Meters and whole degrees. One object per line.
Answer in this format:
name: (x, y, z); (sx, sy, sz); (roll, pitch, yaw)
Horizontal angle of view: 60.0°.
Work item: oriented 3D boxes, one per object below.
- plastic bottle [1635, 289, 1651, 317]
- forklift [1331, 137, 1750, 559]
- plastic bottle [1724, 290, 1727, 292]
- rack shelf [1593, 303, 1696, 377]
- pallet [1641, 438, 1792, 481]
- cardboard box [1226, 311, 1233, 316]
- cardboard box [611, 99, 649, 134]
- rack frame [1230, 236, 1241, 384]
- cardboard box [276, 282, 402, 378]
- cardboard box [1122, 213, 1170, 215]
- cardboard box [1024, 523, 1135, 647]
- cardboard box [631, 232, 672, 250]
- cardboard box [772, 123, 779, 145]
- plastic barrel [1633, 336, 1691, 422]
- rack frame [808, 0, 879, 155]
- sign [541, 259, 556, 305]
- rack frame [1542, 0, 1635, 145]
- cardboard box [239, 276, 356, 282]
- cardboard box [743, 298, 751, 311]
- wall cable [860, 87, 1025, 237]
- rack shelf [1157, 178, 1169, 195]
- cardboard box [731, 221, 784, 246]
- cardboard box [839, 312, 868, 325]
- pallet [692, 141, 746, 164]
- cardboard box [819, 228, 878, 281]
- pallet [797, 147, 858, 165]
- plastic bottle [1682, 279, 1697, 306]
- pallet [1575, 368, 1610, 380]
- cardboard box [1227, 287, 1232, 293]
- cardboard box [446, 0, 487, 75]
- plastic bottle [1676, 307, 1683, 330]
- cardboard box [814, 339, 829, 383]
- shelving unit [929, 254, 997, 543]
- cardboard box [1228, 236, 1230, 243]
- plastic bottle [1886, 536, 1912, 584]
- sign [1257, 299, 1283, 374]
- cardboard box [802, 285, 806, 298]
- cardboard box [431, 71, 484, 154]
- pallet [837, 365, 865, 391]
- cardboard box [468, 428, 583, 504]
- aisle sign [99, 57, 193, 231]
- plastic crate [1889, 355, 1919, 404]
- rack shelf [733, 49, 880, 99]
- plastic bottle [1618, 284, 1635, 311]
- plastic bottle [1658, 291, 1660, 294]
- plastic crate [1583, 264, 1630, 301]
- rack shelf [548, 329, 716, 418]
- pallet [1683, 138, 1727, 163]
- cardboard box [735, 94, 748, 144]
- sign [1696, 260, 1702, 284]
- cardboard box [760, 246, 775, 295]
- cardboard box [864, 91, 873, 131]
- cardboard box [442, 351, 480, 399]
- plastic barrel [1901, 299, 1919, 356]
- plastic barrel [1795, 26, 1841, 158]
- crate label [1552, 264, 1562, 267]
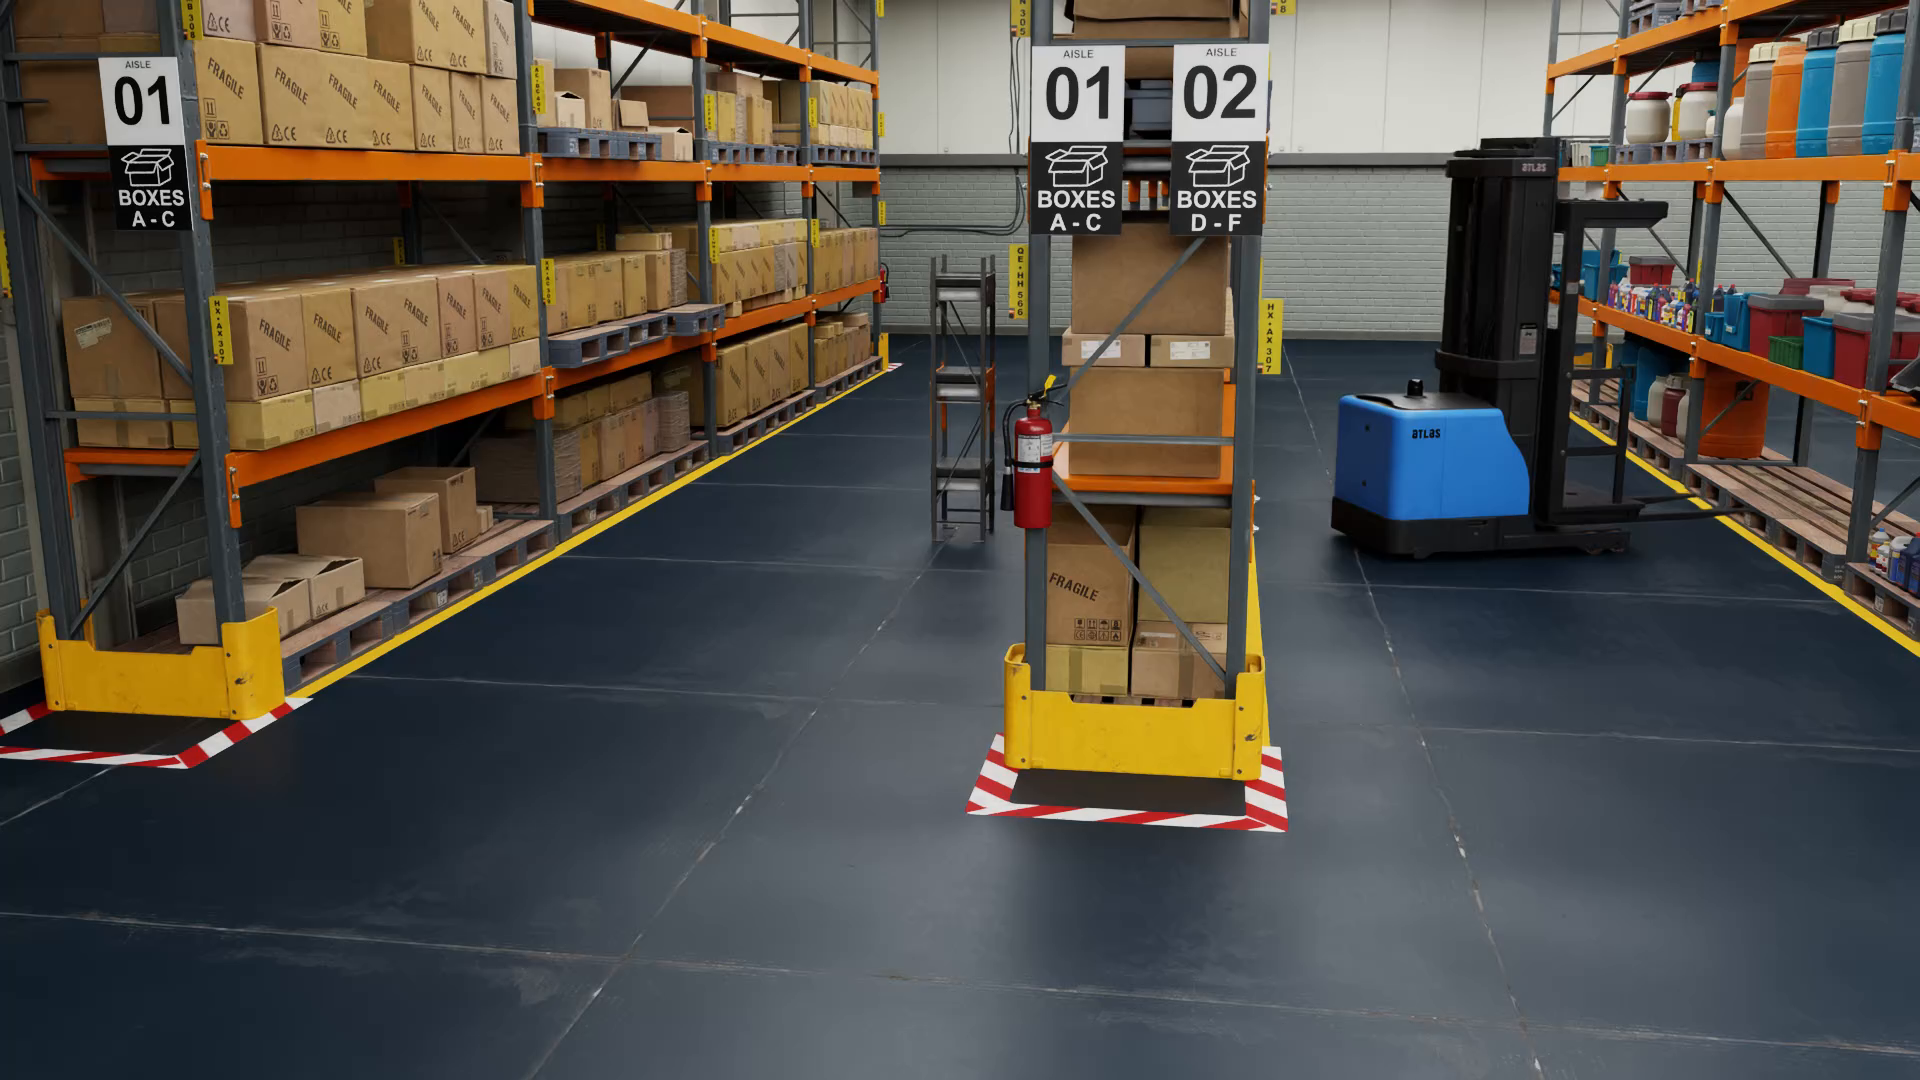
plastic bottle: (6.916, -2.394, 16.774); (0.152, 0.276, 0.135); (2, 12, 9)
forklift: (4.382, -1.437, 12.204); (3.031, 2.935, 1.130); (-3, 12, -12)
plastic bottle: (7.611, -2.369, 16.659); (0.152, 0.276, 0.135); (2, 12, 9)
rack shelf: (7.234, -2.011, 16.413); (1.077, 0.370, 4.000); (2, 12, 9)
pallet: (7.007, -0.749, 15.467); (1.003, 0.211, 1.213); (2, 12, 9)
cardboard box: (1.272, -1.151, 8.939); (0.380, 0.149, 0.250); (2, 12, 8)
cardboard box: (-3.153, -3.527, 14.328); (0.797, 0.503, 0.637); (4, 13, 17)
rack frame: (1.418, -1.275, 11.290); (1.000, 3.000, 0.127); (2, 12, 9)
cardboard box: (-3.551, -1.205, 9.493); (0.500, 0.500, 0.500); (1, 12, 7)
cardboard box: (1.202, -1.656, 9.742); (0.700, 0.500, 0.500); (2, 12, 9)
cardboard box: (0.591, 0.208, 8.156); (0.500, 0.500, 0.500); (2, 12, 9)
cardboard box: (-2.886, -2.776, 15.432); (0.380, 0.149, 0.250); (0, 12, 1)
cardboard box: (-2.374, -4.897, 20.100); (0.500, 0.250, 0.500); (2, 12, 9)
plastic barrel: (7.333, -1.699, 17.239); (0.600, 0.901, 0.708); (2, 12, 9)
rack frame: (-1.632, -6.866, 22.991); (1.000, 3.000, 0.127); (2, 12, 9)
sign: (-2.940, -1.842, 11.866); (0.100, 0.325, 0.005); (2, 12, 9)
rack frame: (8.157, -6.545, 21.501); (1.000, 3.000, 0.127); (2, 12, 9)
cardboard box: (-3.990, -1.327, 10.061); (0.500, 0.500, 0.500); (2, 12, 9)
cardboard box: (-2.413, -2.484, 17.450); (0.380, 0.149, 0.250); (2, 12, 10)
wall cable: (-0.409, -6.513, 28.727); (3.097, 2.526, 0.112); (2, 12, 9)
rack shelf: (2.956, -4.472, 20.709); (1.077, 0.370, 4.000); (2, 12, 9)
cardboard box: (-2.233, -3.353, 18.161); (0.500, 0.250, 0.500); (2, 12, 10)
cardboard box: (-1.481, -3.052, 22.931); (0.380, 0.149, 0.250); (2, 12, 8)
pallet: (-2.816, -3.777, 16.229); (1.213, 0.211, 1.003); (2, 12, 11)
cardboard box: (-1.701, -3.973, 23.097); (0.980, 0.700, 0.700); (2, 12, 11)
pallet: (-1.921, -4.946, 21.416); (1.003, 0.211, 1.213); (2, 12, 9)
plastic bottle: (7.553, -2.519, 17.181); (0.144, 0.351, 0.185); (2, 12, 9)
pallet: (7.992, -2.078, 21.636); (1.003, 0.211, 1.213); (2, 12, 9)
cardboard box: (1.588, -1.578, 10.917); (0.380, 0.149, 0.250); (2, 12, 9)
cardboard box: (-3.361, -3.221, 10.539); (0.500, 0.500, 0.500); (3, 12, 12)
plastic bottle: (6.654, -2.039, 15.307); (0.097, 0.201, 0.097); (0, 12, 0)
cardboard box: (-2.031, -2.236, 20.685); (0.700, 0.500, 0.500); (2, 12, 9)
shelving unit: (0.025, -1.061, 12.432); (0.431, 2.100, 0.503); (2, 12, 9)
cardboard box: (2.999, -3.567, 19.315); (0.500, 0.500, 0.500); (2, 12, 10)
plastic bottle: (5.807, 0.123, 10.224); (0.152, 0.276, 0.135); (2, 12, 11)
sign: (1.350, -0.885, 7.238); (0.100, 0.325, 0.005); (2, 12, 9)
cardboard box: (-2.019, -2.908, 19.414); (0.380, 0.149, 0.250); (2, 12, 9)
cardboard box: (-3.401, -2.742, 10.691); (0.500, 0.500, 0.500); (1, 12, 4)
pallet: (-1.868, -2.148, 21.957); (1.003, 0.211, 1.213); (2, 12, 9)
cardboard box: (-3.381, -0.582, 12.962); (0.700, 0.500, 0.500); (2, 12, 11)
aisle sign: (-3.807, -1.848, 7.779); (0.394, 0.787, 0.004); (2, 12, 9)
plastic crate: (6.105, -0.979, 10.062); (0.767, 0.338, 0.504); (2, 12, 9)
rack shelf: (-1.940, -5.902, 21.177); (1.077, 0.370, 4.000); (2, 12, 9)
plastic bottle: (7.038, -2.558, 17.539); (0.152, 0.276, 0.135); (2, 12, 9)
plastic bottle: (6.852, -2.290, 16.275); (0.061, 0.283, 0.133); (2, 12, 9)
plastic crate: (7.277, -2.909, 18.767); (0.392, 0.384, 0.575); (2, 12, 9)
rack shelf: (-3.170, -1.500, 14.039); (1.077, 0.370, 4.000); (2, 12, 9)
pallet: (7.141, -3.477, 14.834); (1.003, 0.211, 1.213); (2, 12, 9)
cardboard box: (-2.653, -4.431, 17.531); (0.700, 0.500, 0.500); (2, 12, 9)
sign: (8.085, -2.896, 18.156); (0.100, 0.325, 0.005); (2, 12, 9)
cardboard box: (-2.295, -2.885, 17.770); (0.500, 0.500, 0.500); (2, 12, 10)
cardboard box: (-1.475, -5.785, 22.441); (0.500, 0.500, 0.500); (2, 12, 8)
cardboard box: (-3.398, -1.054, 10.574); (0.500, 0.250, 0.500); (2, 12, 8)
plastic barrel: (6.675, -1.372, 11.419); (0.433, 0.535, 0.433); (0, 12, 0)
plastic barrel: (6.377, -3.210, 11.961); (0.600, 0.901, 0.708); (2, 12, 9)
crate label: (7.794, -3.519, 21.956); (0.416, 0.233, 0.303); (2, 12, 9)
